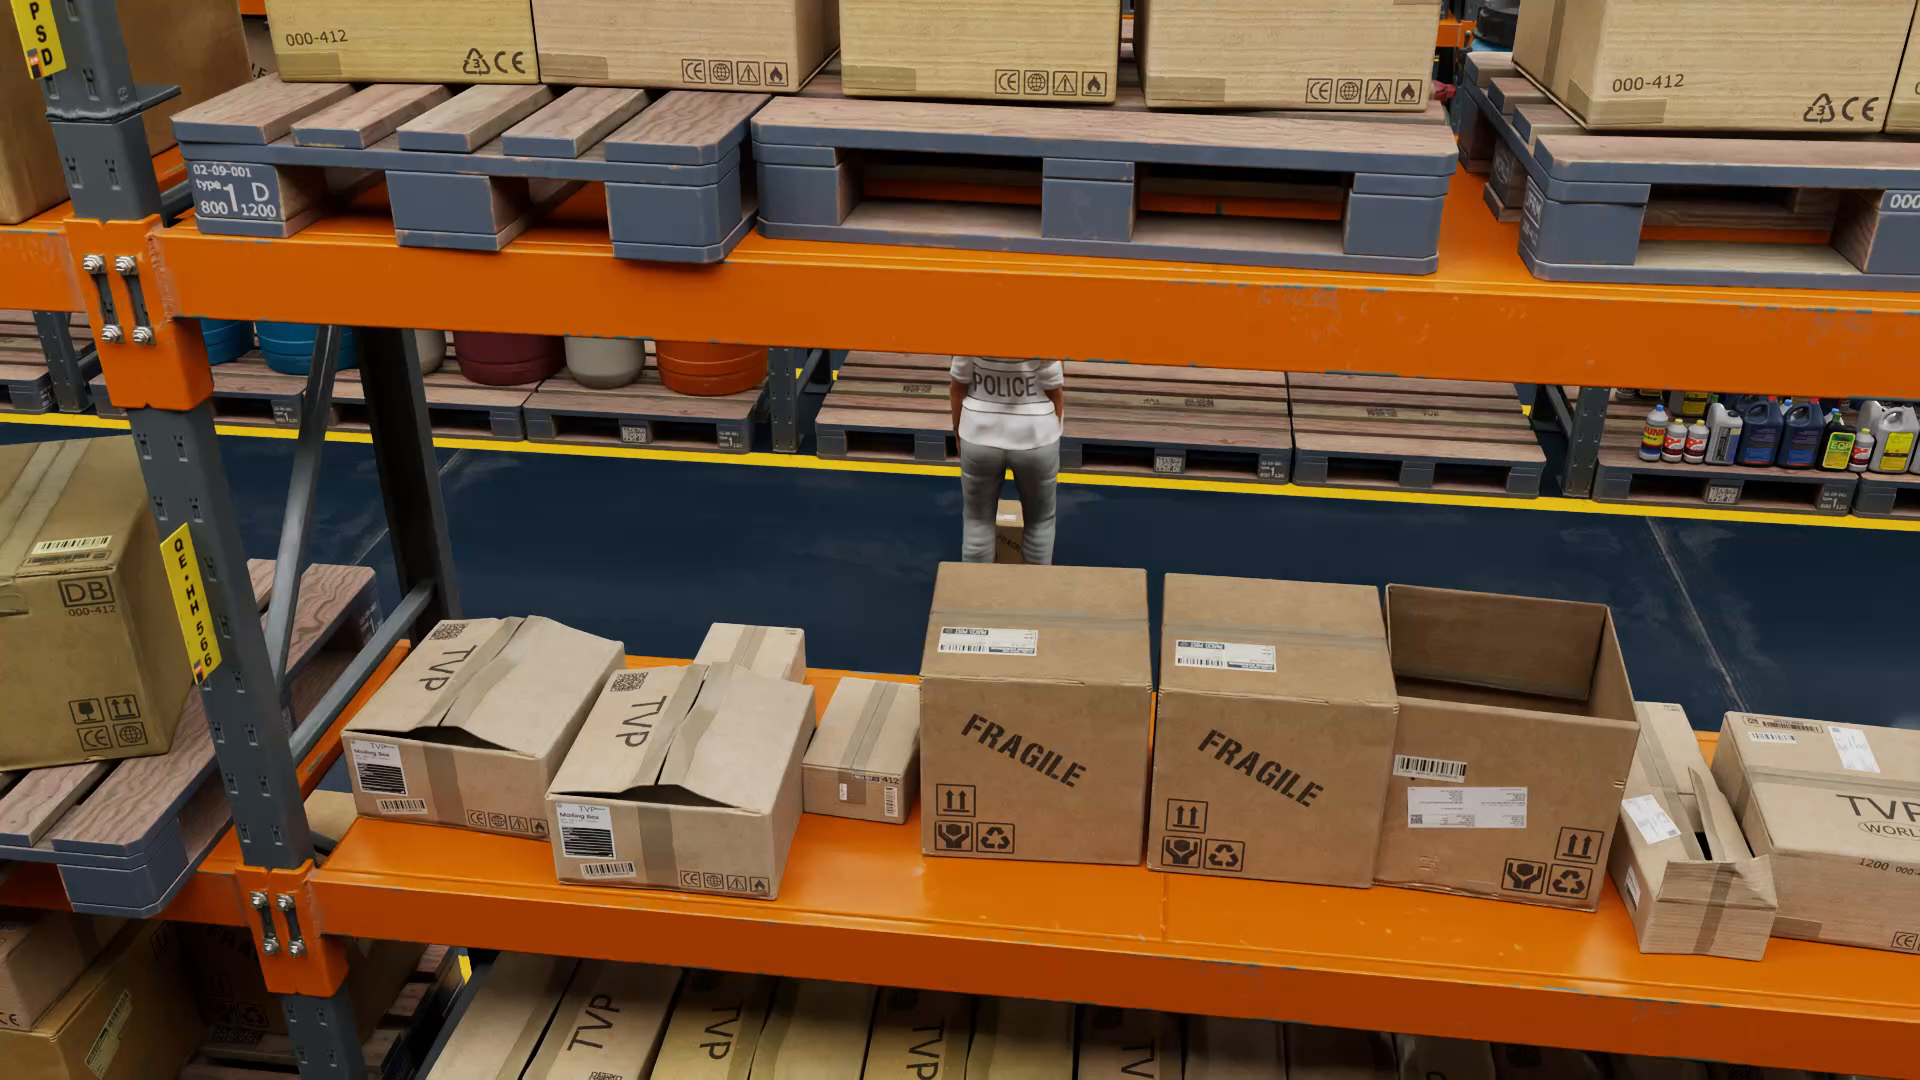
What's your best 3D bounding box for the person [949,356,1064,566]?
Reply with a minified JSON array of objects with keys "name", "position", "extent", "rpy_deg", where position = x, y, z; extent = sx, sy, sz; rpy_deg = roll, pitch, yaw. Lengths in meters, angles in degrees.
[{"name":"person","position":[0.193,-0.406,6.885],"extent":[0.467,1.669,0.390],"rpy_deg":[4,29,7]}]
